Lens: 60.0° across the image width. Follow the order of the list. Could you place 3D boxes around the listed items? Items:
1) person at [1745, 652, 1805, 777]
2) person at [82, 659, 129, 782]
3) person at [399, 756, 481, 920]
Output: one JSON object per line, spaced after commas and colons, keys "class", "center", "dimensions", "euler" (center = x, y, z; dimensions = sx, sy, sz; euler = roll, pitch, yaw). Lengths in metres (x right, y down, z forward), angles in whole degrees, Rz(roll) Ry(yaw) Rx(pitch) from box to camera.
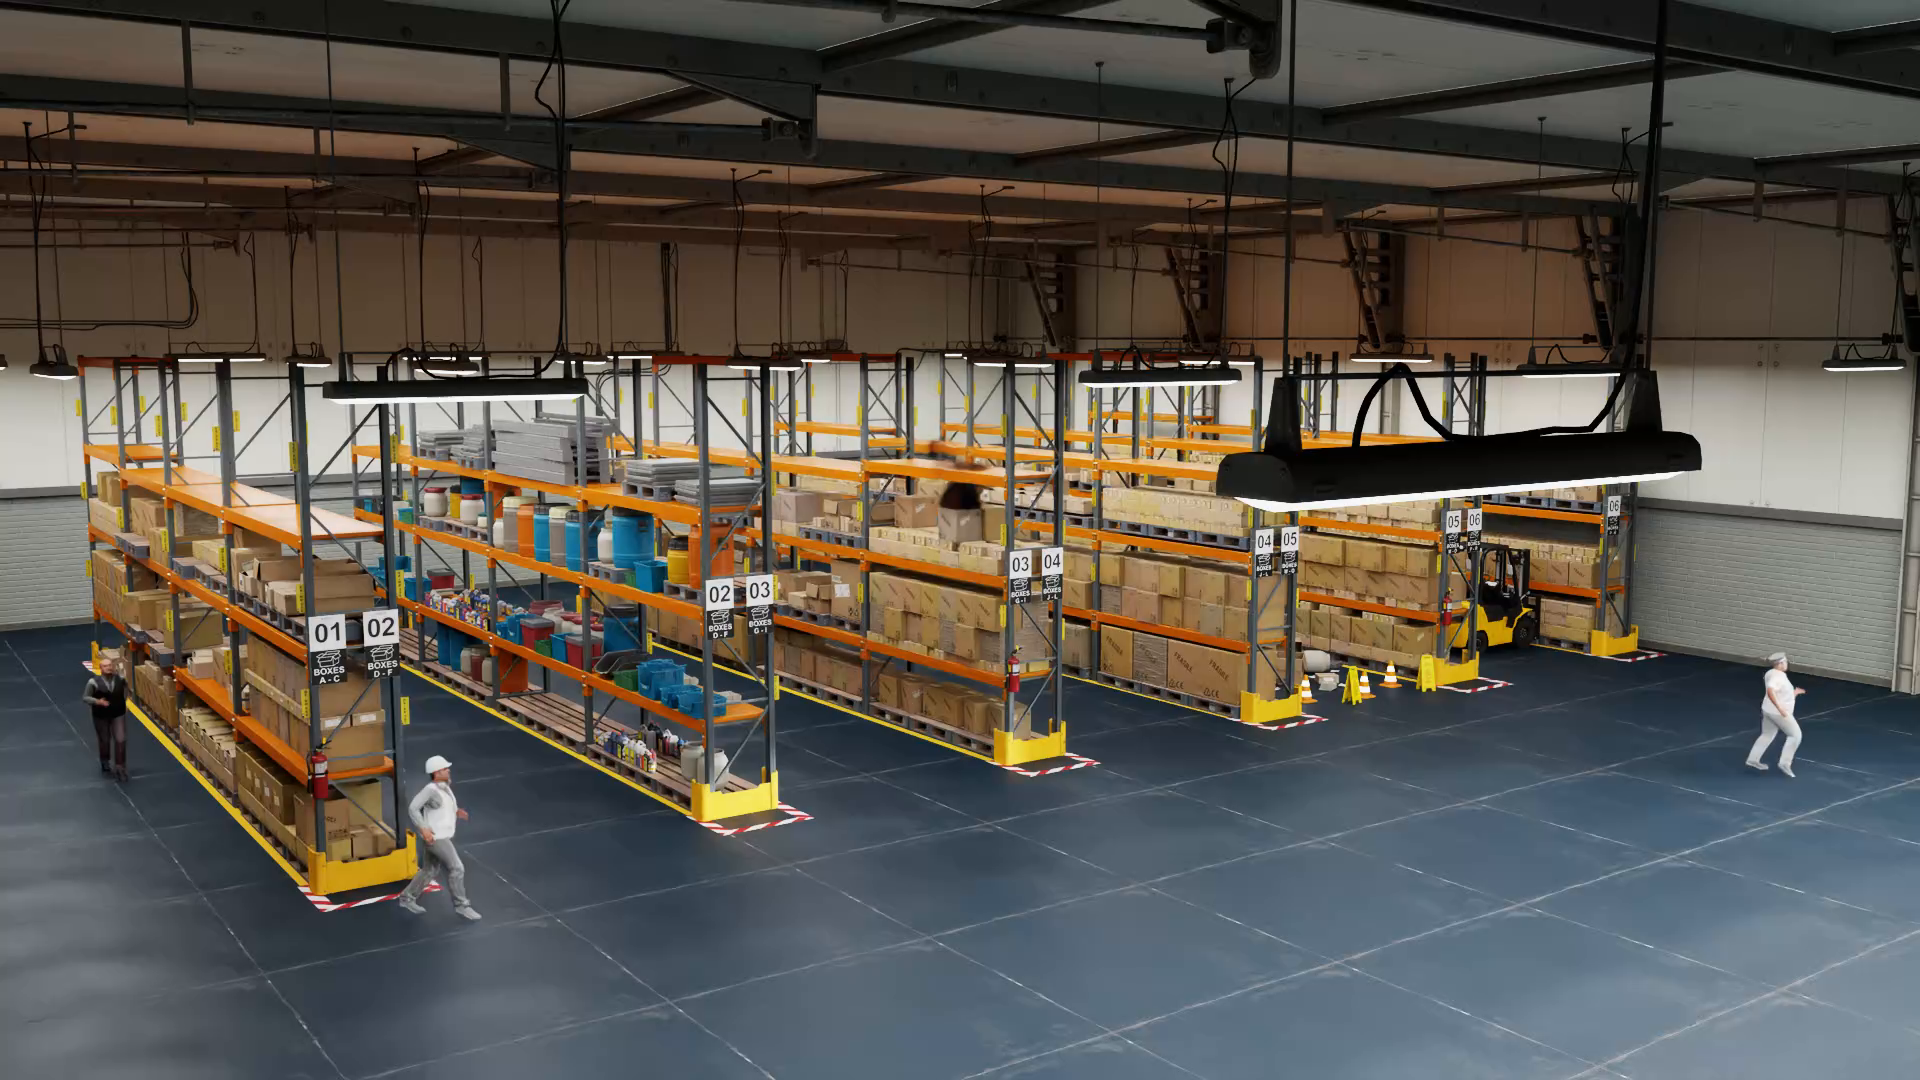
{"class": "person", "center": [11.880, 2.540, 24.159], "dimensions": [0.768, 1.850, 0.629], "euler": [0, 7, -1]}
{"class": "person", "center": [-12.280, 2.582, 23.967], "dimensions": [0.640, 1.770, 0.802], "euler": [-5, 8, -35]}
{"class": "person", "center": [-5.705, 3.248, 18.167], "dimensions": [0.881, 1.805, 0.655], "euler": [-1, 7, -11]}
